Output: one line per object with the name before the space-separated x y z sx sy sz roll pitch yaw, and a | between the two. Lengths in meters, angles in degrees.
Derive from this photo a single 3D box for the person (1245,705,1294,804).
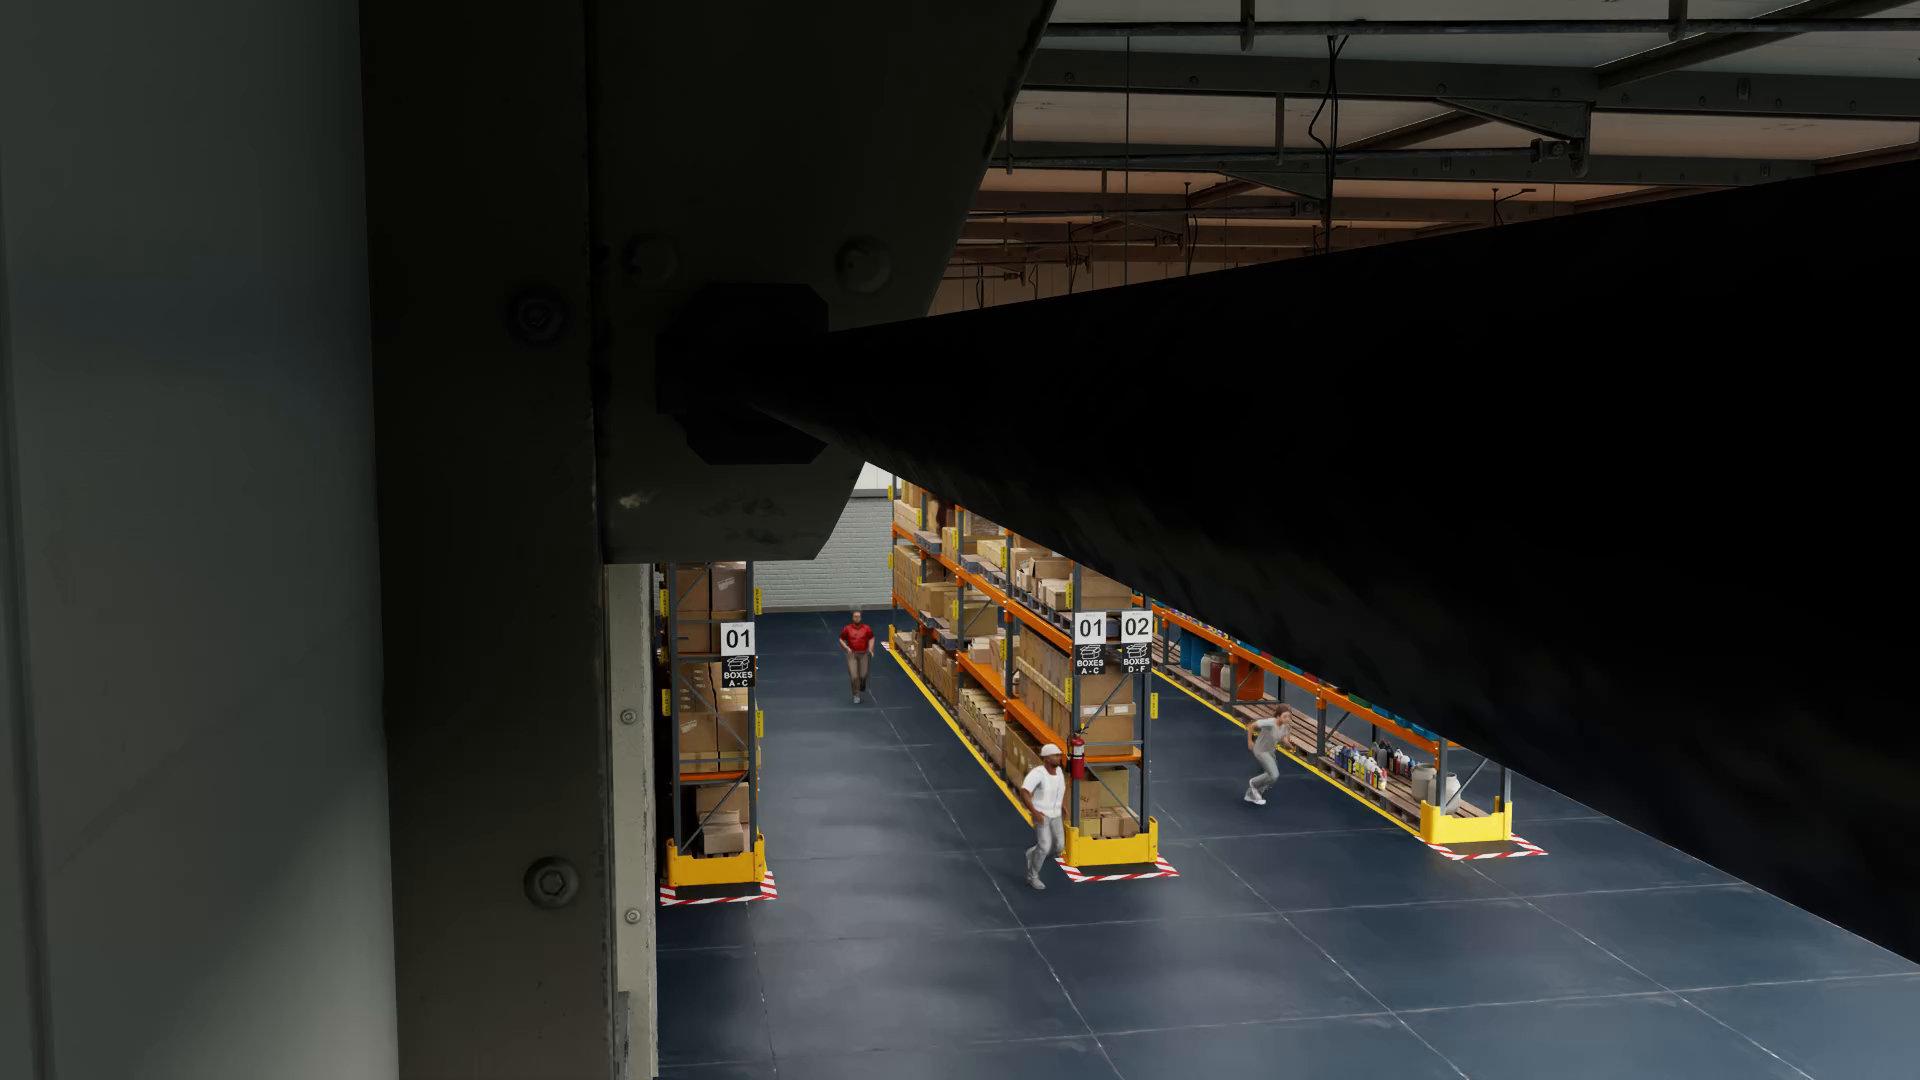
person | 4.348 3.047 23.526 0.591 1.503 0.820 -5 8 -38

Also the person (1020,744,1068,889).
person | 1.034 3.317 20.160 0.751 1.705 0.549 -6 8 -43

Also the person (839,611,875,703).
person | -1.912 2.163 30.947 0.665 1.688 0.603 -1 6 -8
